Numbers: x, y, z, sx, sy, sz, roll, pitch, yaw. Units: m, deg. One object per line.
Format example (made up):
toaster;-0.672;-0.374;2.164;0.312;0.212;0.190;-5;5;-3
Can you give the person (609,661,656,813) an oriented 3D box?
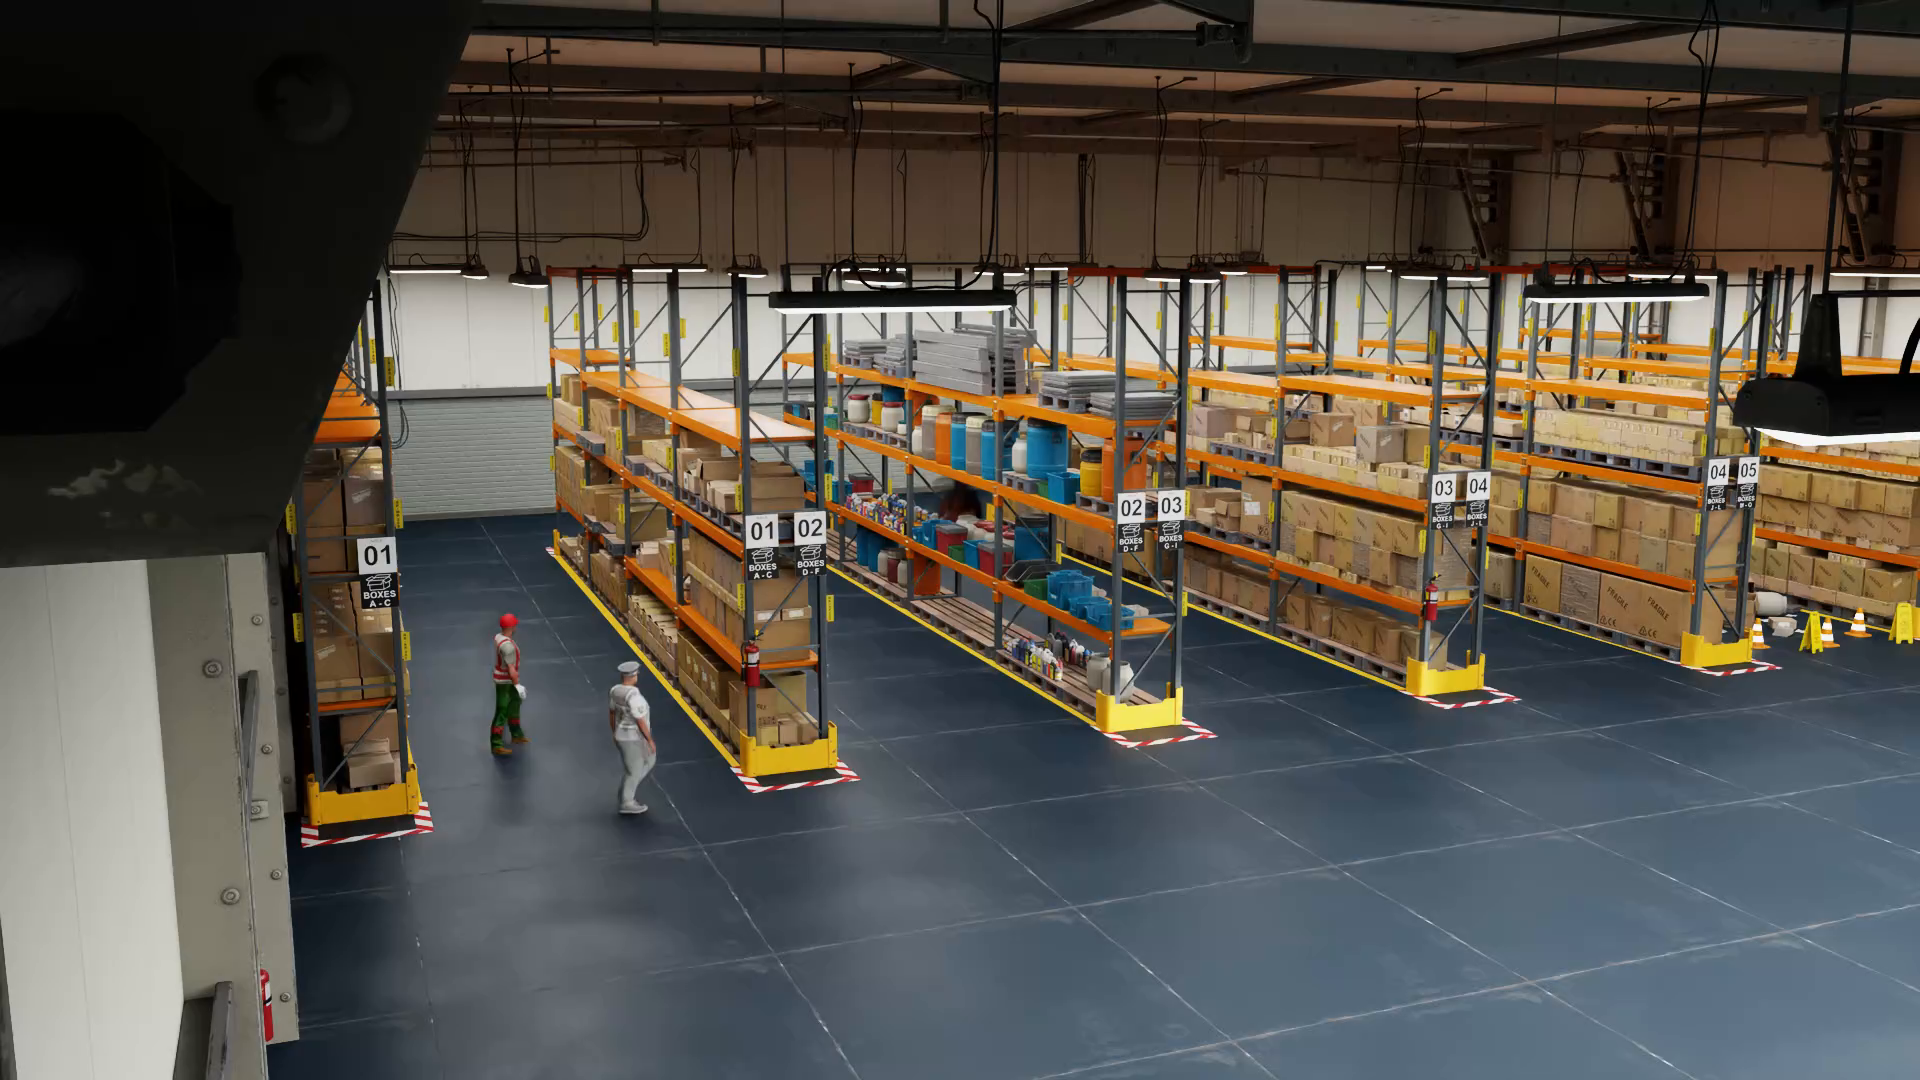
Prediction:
person;-3.687;2.234;18.726;0.506;1.768;0.553;-2;10;-11

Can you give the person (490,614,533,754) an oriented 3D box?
person;-5.750;1.815;21.189;0.521;1.821;0.686;-3;10;-14
